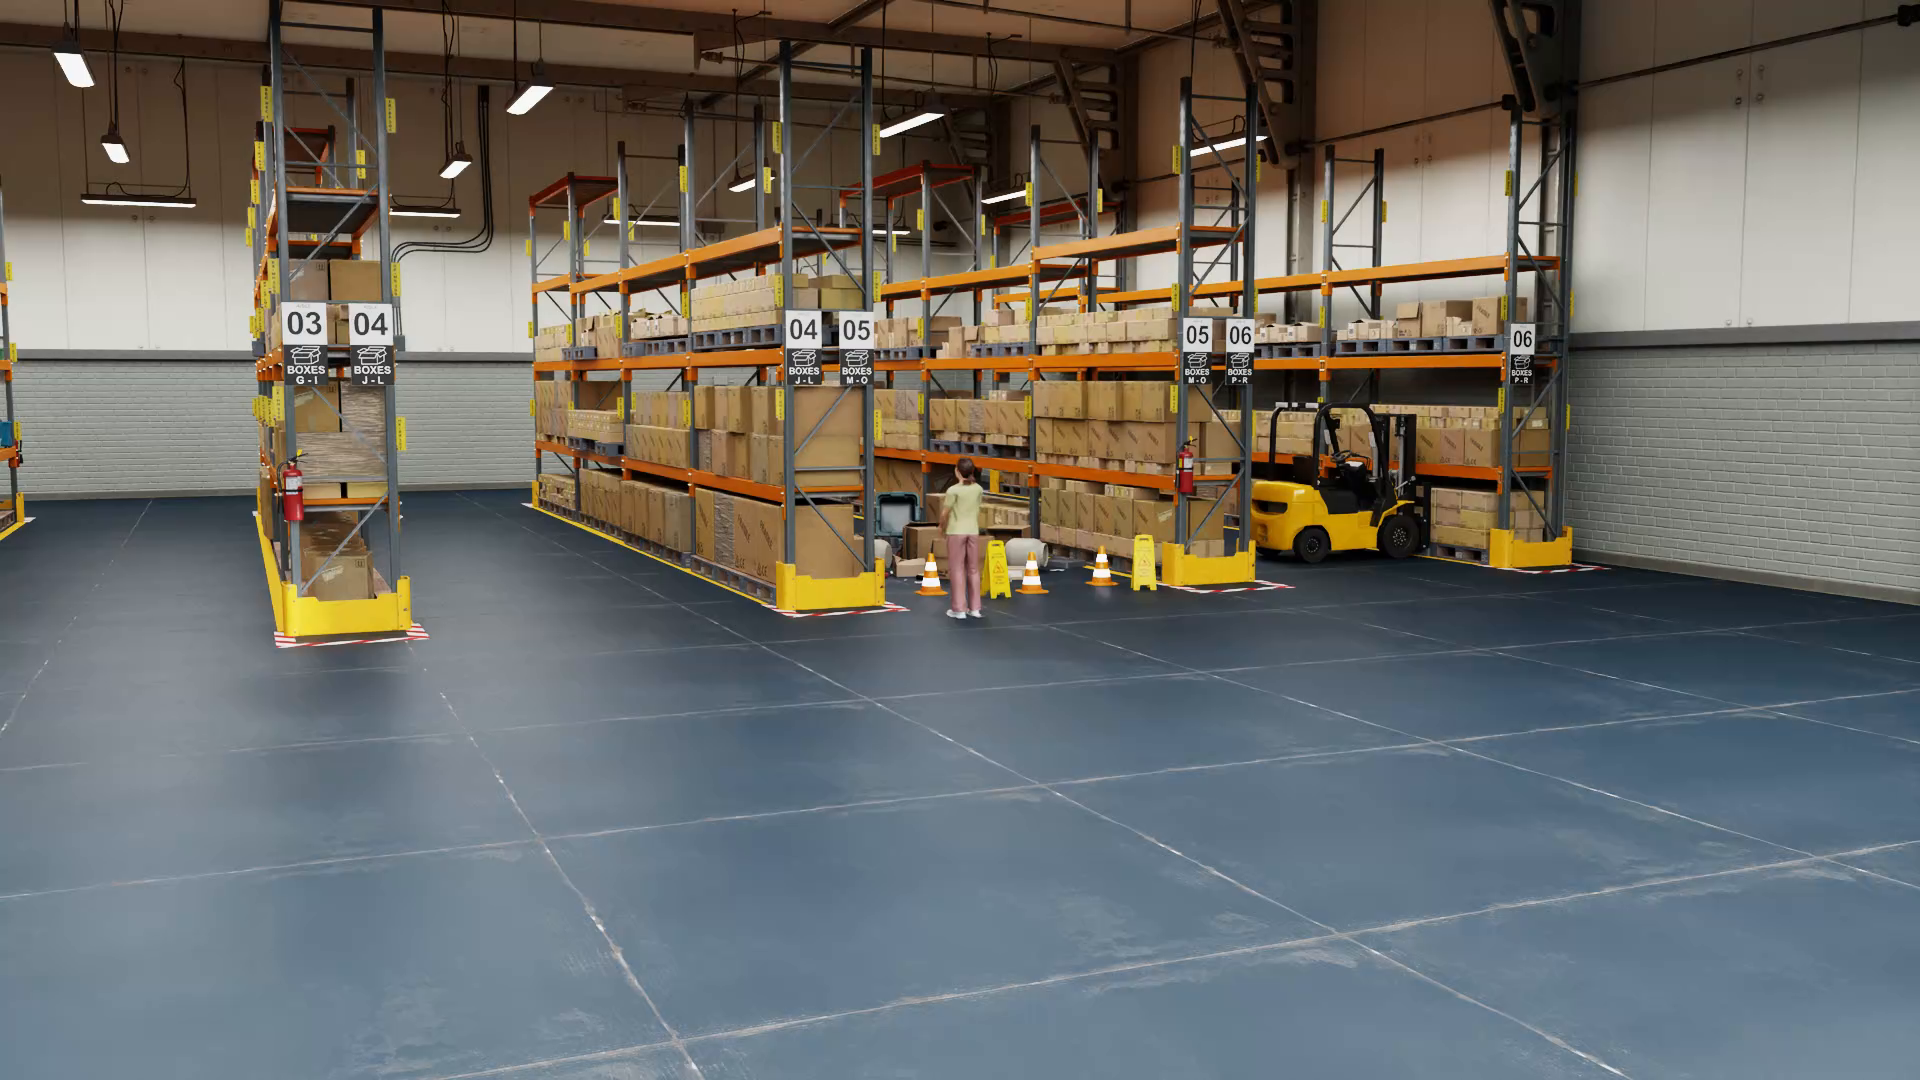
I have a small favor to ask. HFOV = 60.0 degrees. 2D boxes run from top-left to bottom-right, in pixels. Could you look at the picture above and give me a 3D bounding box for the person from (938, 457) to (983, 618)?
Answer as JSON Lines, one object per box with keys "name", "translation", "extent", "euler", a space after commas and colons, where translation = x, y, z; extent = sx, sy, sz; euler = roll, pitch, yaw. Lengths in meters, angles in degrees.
{"name": "person", "translation": [0.010, -0.032, 17.283], "extent": [0.475, 1.676, 0.519], "euler": [-3, 6, -29]}
